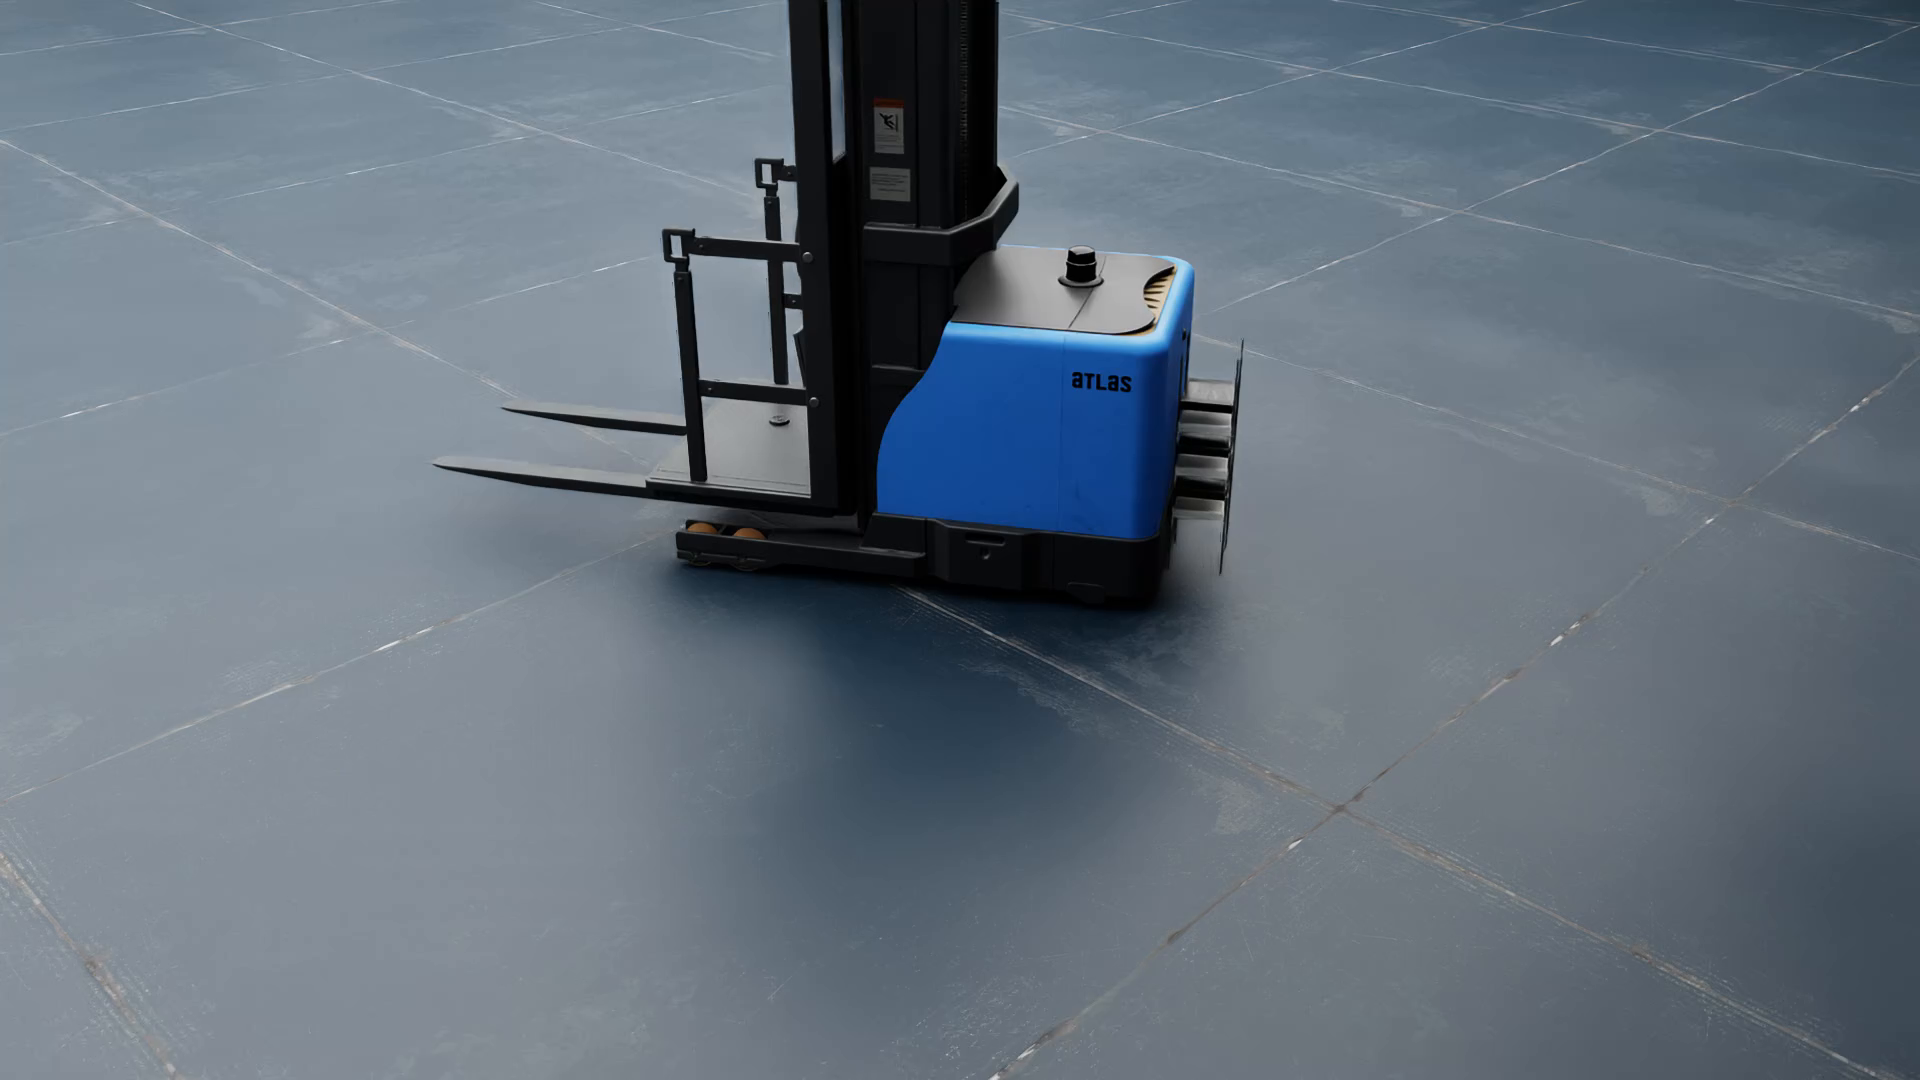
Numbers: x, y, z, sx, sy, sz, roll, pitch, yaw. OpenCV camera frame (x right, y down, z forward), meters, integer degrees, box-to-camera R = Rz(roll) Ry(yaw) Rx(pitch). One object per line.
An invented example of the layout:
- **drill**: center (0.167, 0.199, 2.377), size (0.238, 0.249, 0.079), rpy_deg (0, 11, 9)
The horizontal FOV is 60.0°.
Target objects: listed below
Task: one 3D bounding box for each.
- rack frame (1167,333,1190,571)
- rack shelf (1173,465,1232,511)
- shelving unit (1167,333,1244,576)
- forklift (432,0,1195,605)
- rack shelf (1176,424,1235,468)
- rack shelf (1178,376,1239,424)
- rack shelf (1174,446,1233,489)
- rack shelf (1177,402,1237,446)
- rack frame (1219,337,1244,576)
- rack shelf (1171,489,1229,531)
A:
- **rack frame**: center (0.843, -0.333, 6.416), size (0.006, 0.900, 0.240), rpy_deg (6, 28, 12)
- **rack shelf**: center (0.942, -0.213, 6.453), size (0.200, 0.077, 0.258), rpy_deg (6, 28, 12)
- **shelving unit**: center (0.942, -0.322, 6.395), size (0.210, 0.900, 0.258), rpy_deg (6, 28, 12)
- **forklift**: center (-0.635, -1.405, 6.273), size (3.031, 2.935, 1.130), rpy_deg (6, 28, 12)
- **rack shelf**: center (0.942, -0.372, 6.369), size (0.200, 0.077, 0.258), rpy_deg (6, 28, 12)
- **rack shelf**: center (0.942, -0.531, 6.285), size (0.200, 0.077, 0.258), rpy_deg (6, 28, 12)
- **rack shelf**: center (0.942, -0.292, 6.411), size (0.200, 0.077, 0.258), rpy_deg (6, 28, 12)
- **rack shelf**: center (0.942, -0.452, 6.327), size (0.200, 0.077, 0.258), rpy_deg (6, 28, 12)
- **rack frame**: center (1.041, -0.311, 6.375), size (0.006, 0.900, 0.240), rpy_deg (6, 28, 12)
- **rack shelf**: center (0.942, -0.133, 6.495), size (0.200, 0.077, 0.258), rpy_deg (6, 28, 12)
